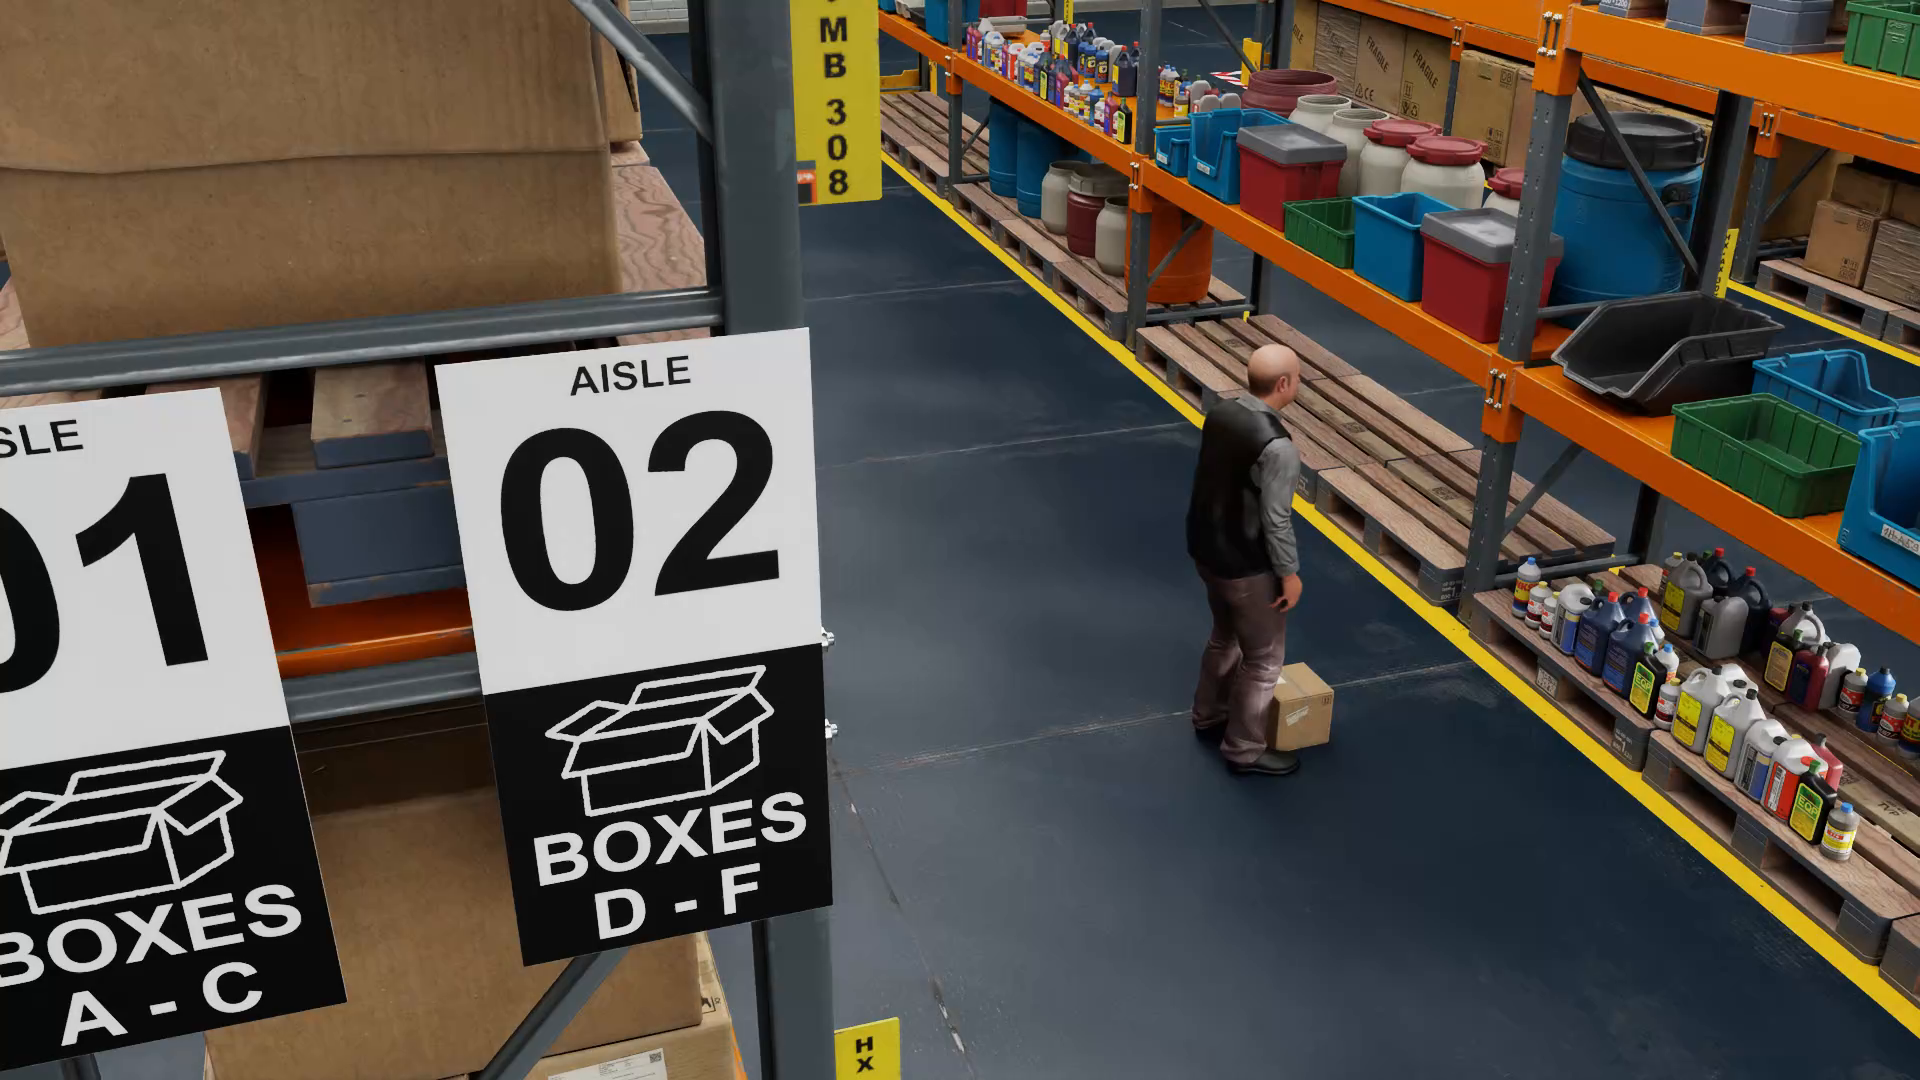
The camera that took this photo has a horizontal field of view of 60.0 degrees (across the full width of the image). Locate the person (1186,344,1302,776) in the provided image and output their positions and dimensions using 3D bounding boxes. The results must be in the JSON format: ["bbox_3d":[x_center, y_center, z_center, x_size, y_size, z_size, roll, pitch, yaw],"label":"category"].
[{"bbox_3d":[1.102,0.071,6.495,0.417,1.722,0.591,-9,28,-18],"label":"person"}]
